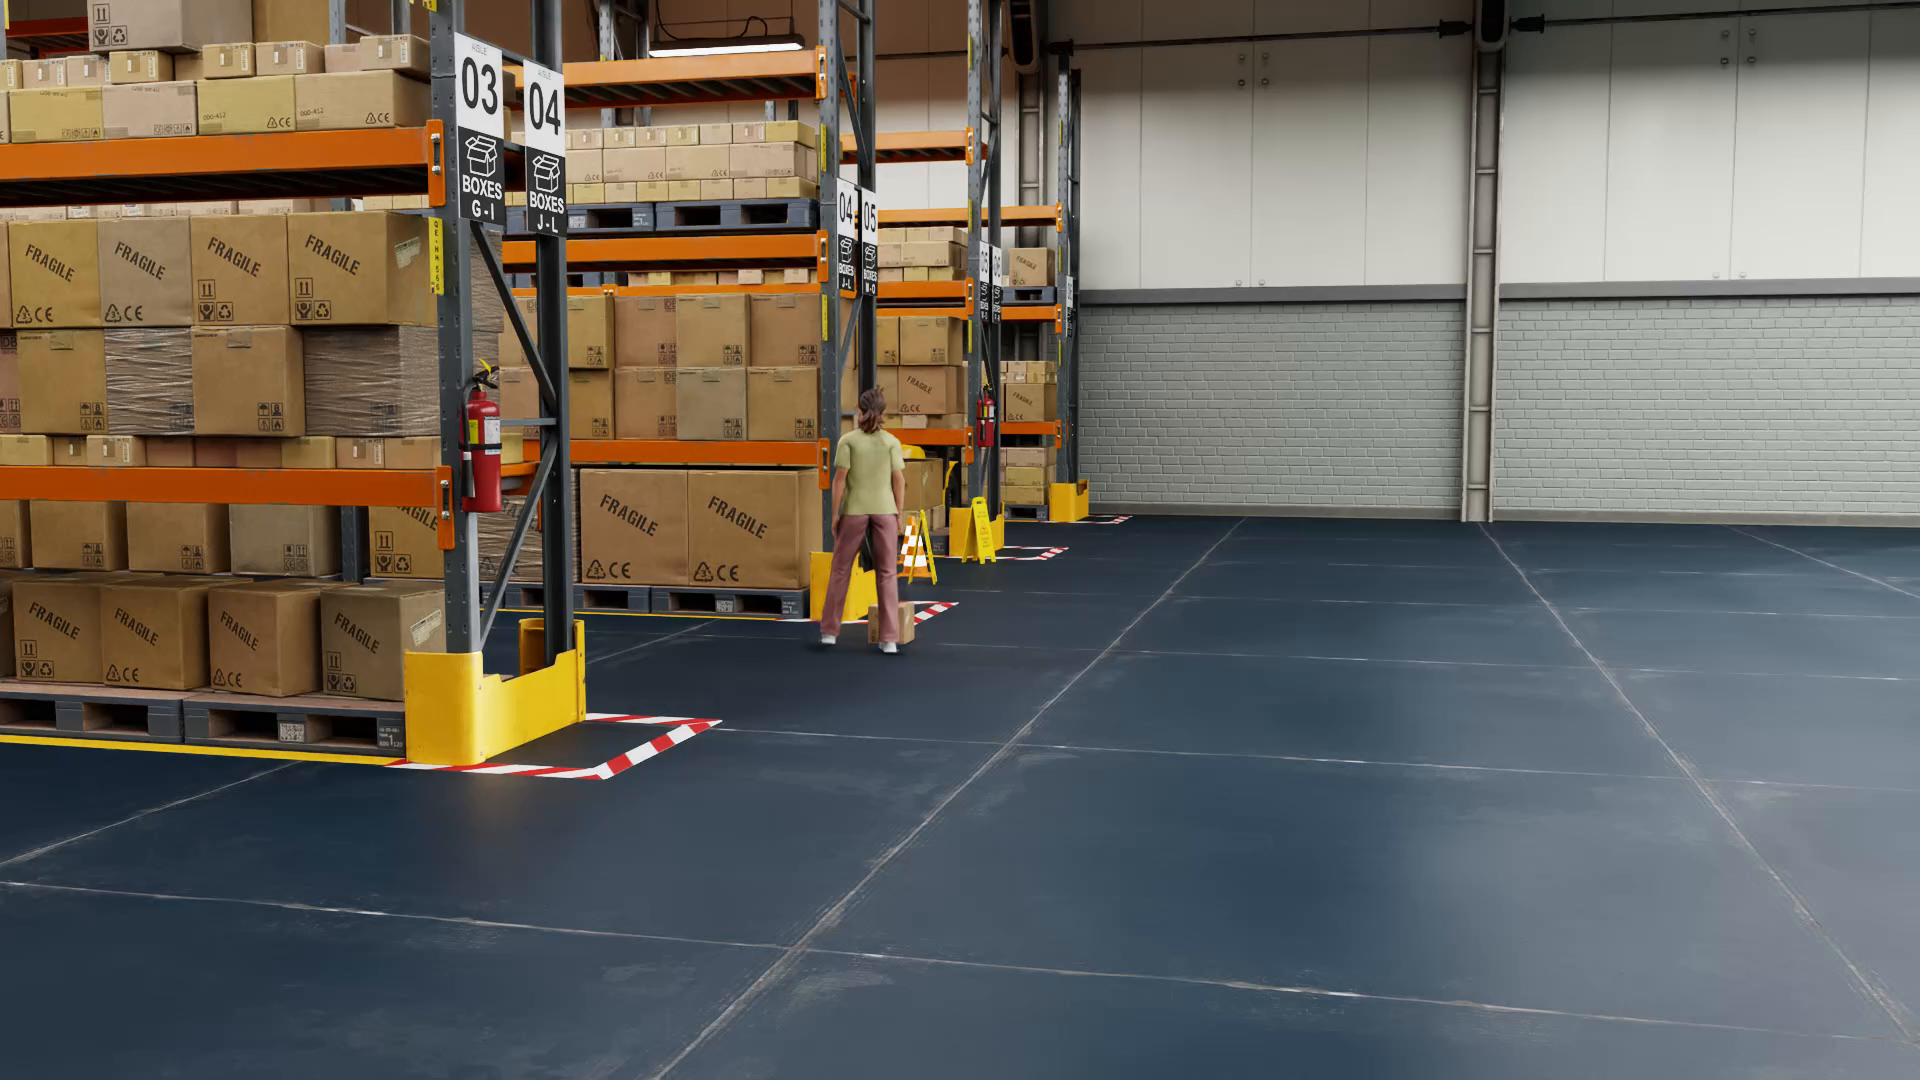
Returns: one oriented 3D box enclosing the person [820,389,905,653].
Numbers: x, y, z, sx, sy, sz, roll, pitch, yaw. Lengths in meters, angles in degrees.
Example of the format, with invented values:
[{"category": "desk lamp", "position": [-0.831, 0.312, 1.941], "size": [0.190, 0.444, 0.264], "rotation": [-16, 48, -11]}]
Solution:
[{"category": "person", "position": [-0.628, -0.134, 10.680], "size": [0.551, 1.671, 0.561], "rotation": [0, 5, -3]}]
